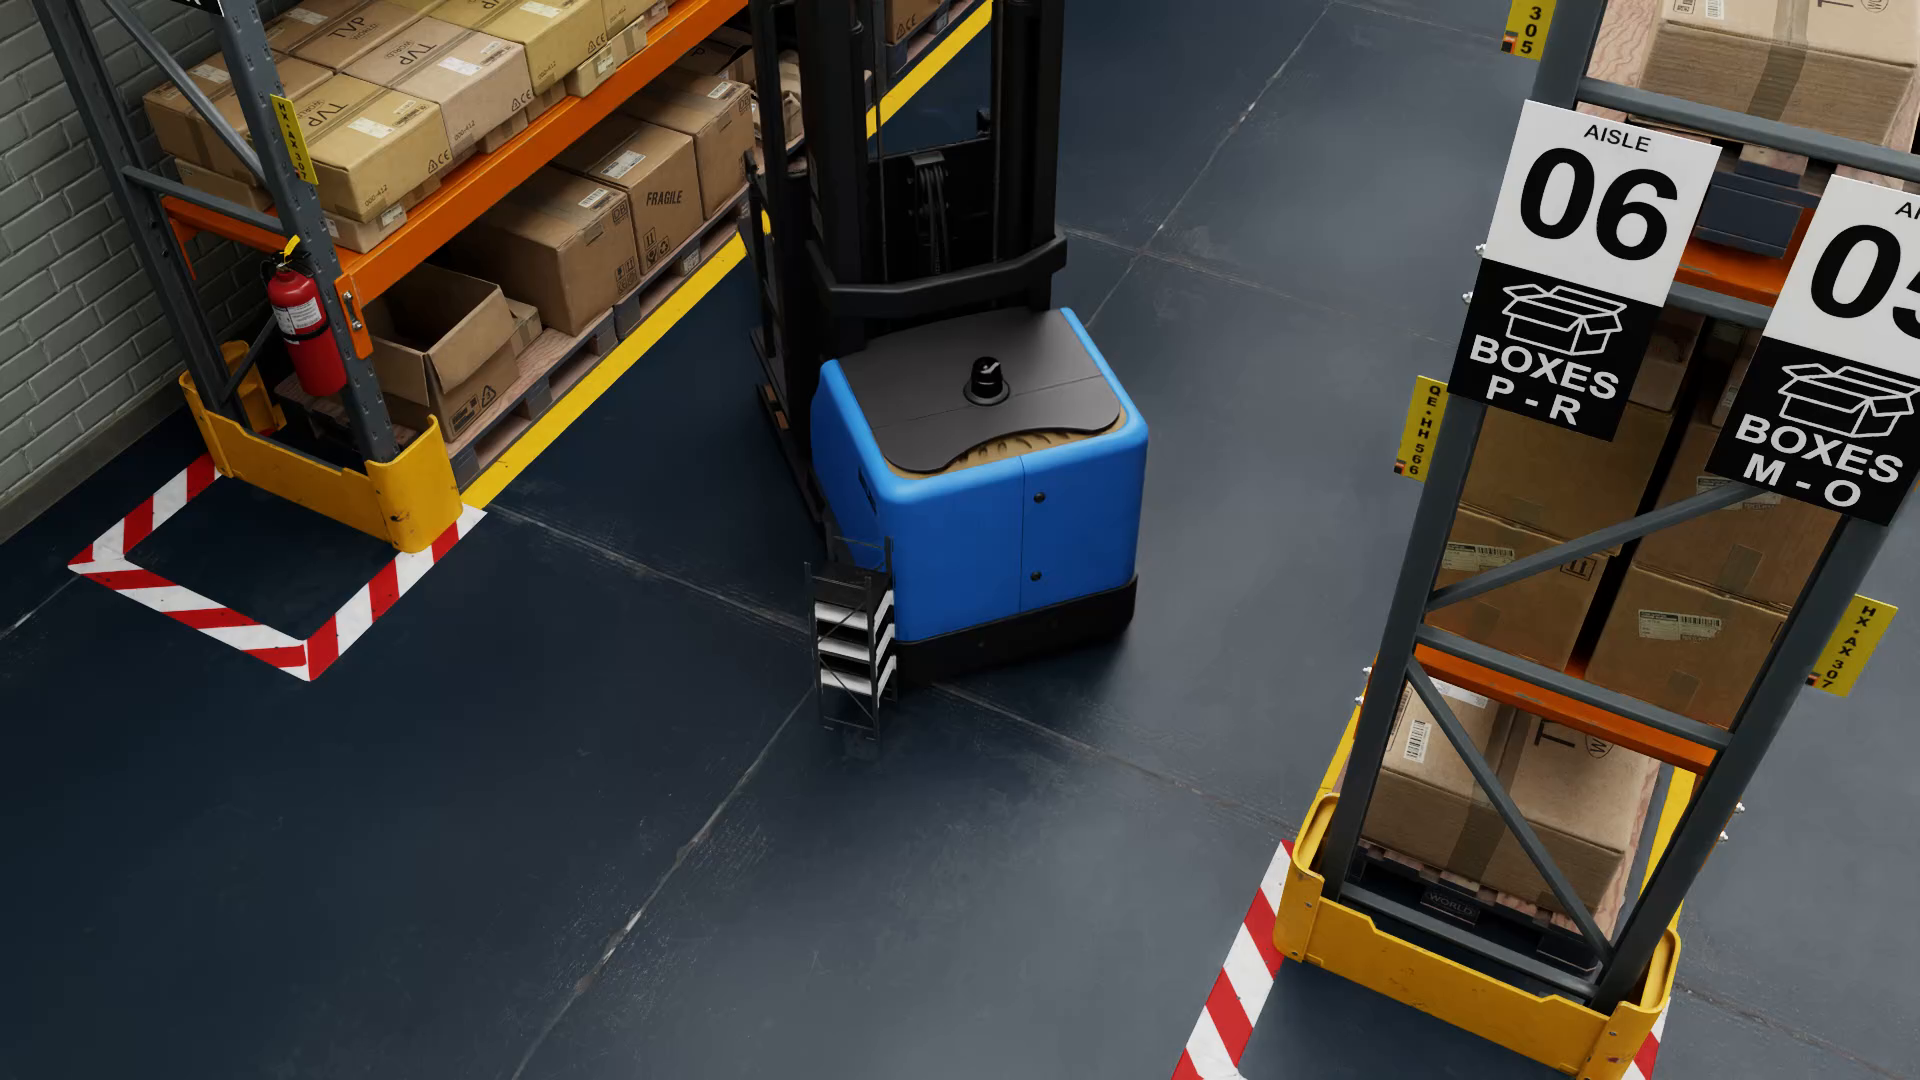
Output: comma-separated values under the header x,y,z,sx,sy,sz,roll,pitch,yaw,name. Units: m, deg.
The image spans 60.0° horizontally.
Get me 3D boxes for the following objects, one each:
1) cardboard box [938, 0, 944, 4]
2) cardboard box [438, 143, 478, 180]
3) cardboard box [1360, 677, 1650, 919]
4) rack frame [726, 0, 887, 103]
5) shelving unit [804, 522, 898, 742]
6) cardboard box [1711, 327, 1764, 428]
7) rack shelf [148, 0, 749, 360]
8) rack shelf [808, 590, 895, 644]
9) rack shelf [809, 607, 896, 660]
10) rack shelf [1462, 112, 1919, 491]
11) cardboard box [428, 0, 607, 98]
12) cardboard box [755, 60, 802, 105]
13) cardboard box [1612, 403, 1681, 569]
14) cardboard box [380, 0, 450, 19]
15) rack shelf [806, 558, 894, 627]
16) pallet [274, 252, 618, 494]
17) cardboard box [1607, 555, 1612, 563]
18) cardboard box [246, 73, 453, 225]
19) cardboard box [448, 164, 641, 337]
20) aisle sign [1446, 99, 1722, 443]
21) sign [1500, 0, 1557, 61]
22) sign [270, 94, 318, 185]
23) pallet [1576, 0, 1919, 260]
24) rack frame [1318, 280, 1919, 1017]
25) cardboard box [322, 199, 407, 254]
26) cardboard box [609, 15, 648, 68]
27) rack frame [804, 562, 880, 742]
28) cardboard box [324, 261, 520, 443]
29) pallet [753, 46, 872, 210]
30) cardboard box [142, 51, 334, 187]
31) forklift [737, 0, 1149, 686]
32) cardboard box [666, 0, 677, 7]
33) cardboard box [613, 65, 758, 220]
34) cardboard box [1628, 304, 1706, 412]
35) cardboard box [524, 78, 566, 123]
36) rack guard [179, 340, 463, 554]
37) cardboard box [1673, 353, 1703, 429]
x,y,z,sx,sy,sz,roll,pitch,yaw,name
-0.228,-3.592,9.934,0.500,0.500,0.500,20,49,19,cardboard box
-2.183,-1.615,6.694,0.380,0.149,0.250,20,49,19,cardboard box
1.869,0.706,5.729,0.875,0.438,0.875,19,48,18,cardboard box
-0.890,-3.754,8.631,1.000,3.000,0.127,20,49,19,rack frame
-0.387,0.350,6.051,0.258,0.900,0.210,13,47,12,shelving unit
2.061,-0.345,4.032,0.380,0.149,0.250,21,49,20,cardboard box
-1.818,-2.241,7.642,1.077,0.370,4.000,20,49,19,rack shelf
-0.387,0.247,5.947,0.258,0.077,0.200,13,47,12,rack shelf
-0.387,0.310,6.011,0.258,0.077,0.200,13,47,12,rack shelf
2.580,-1.659,4.958,1.077,0.370,4.000,20,49,19,rack shelf
-1.831,-2.121,6.914,0.500,0.250,0.500,20,49,18,cardboard box
-0.888,-2.452,9.053,0.380,0.149,0.250,19,48,18,cardboard box
2.339,-0.169,5.017,0.500,0.500,0.500,20,49,19,cardboard box
-2.294,-2.299,7.089,0.500,0.250,0.500,22,49,20,cardboard box
-0.387,0.184,5.883,0.258,0.077,0.200,13,47,12,rack shelf
-2.342,-0.805,7.677,1.003,0.211,1.213,20,49,19,pallet
1.887,-0.336,5.182,0.500,0.500,0.500,19,48,18,cardboard box
-2.297,-1.483,6.283,0.500,0.250,0.500,21,49,19,cardboard box
-1.948,-1.383,7.750,0.700,0.500,0.500,22,49,21,cardboard box
1.343,-0.569,3.655,0.394,0.787,0.004,20,49,19,aisle sign
1.177,-1.124,3.356,0.100,0.325,0.005,20,49,19,sign
-2.266,-1.360,5.656,0.100,0.325,0.005,20,49,19,sign
1.987,-1.092,3.954,1.003,0.211,1.213,20,49,19,pallet
1.651,0.402,4.524,1.000,3.000,0.127,20,49,19,rack frame
-2.351,-1.263,6.345,0.380,0.149,0.250,20,49,19,cardboard box
-1.605,-2.230,7.302,0.380,0.149,0.250,22,49,20,cardboard box
-0.418,0.419,5.983,0.240,0.900,0.006,13,47,12,rack frame
-2.379,-0.859,7.229,0.797,0.503,0.637,19,48,18,cardboard box
-1.210,-2.342,9.196,1.003,0.211,1.213,20,49,19,pallet
-2.768,-1.664,6.461,0.500,0.250,0.500,22,49,20,cardboard box
-0.280,-1.539,6.490,1.130,2.935,3.031,-14,47,-14,forklift
-1.473,-2.587,7.654,0.380,0.149,0.250,21,49,20,cardboard box
-1.466,-2.037,8.396,0.700,0.500,0.500,19,48,18,cardboard box
1.641,-0.505,4.190,0.380,0.149,0.250,21,49,20,cardboard box
-1.893,-1.923,6.998,0.380,0.149,0.250,21,49,20,cardboard box
-2.711,-0.404,7.077,1.175,0.500,0.348,20,49,19,rack guard
2.360,-0.521,4.662,0.500,0.500,0.500,19,48,18,cardboard box
